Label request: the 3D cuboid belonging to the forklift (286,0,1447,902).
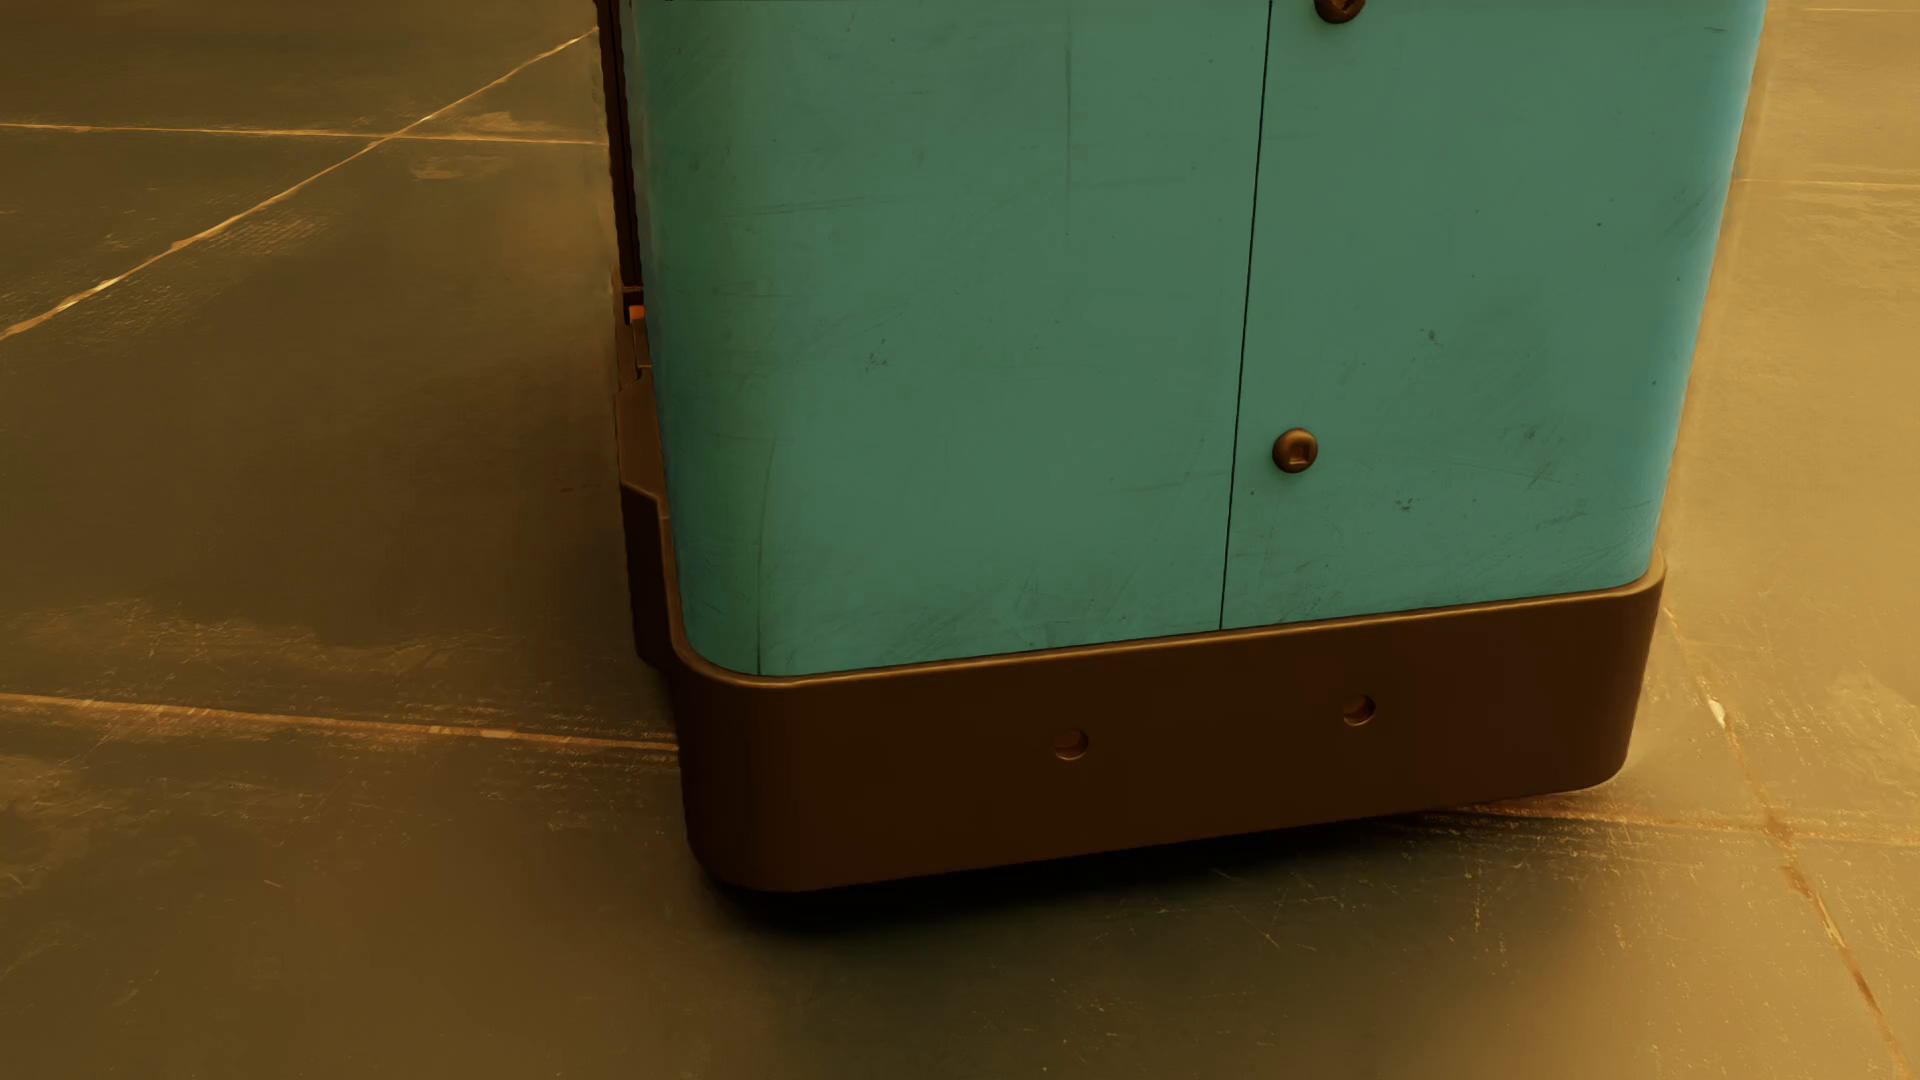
[{"bbox_3d":[0.245,-1.595,2.414,1.130,2.935,3.031,7,27,14],"label":"forklift"}]
